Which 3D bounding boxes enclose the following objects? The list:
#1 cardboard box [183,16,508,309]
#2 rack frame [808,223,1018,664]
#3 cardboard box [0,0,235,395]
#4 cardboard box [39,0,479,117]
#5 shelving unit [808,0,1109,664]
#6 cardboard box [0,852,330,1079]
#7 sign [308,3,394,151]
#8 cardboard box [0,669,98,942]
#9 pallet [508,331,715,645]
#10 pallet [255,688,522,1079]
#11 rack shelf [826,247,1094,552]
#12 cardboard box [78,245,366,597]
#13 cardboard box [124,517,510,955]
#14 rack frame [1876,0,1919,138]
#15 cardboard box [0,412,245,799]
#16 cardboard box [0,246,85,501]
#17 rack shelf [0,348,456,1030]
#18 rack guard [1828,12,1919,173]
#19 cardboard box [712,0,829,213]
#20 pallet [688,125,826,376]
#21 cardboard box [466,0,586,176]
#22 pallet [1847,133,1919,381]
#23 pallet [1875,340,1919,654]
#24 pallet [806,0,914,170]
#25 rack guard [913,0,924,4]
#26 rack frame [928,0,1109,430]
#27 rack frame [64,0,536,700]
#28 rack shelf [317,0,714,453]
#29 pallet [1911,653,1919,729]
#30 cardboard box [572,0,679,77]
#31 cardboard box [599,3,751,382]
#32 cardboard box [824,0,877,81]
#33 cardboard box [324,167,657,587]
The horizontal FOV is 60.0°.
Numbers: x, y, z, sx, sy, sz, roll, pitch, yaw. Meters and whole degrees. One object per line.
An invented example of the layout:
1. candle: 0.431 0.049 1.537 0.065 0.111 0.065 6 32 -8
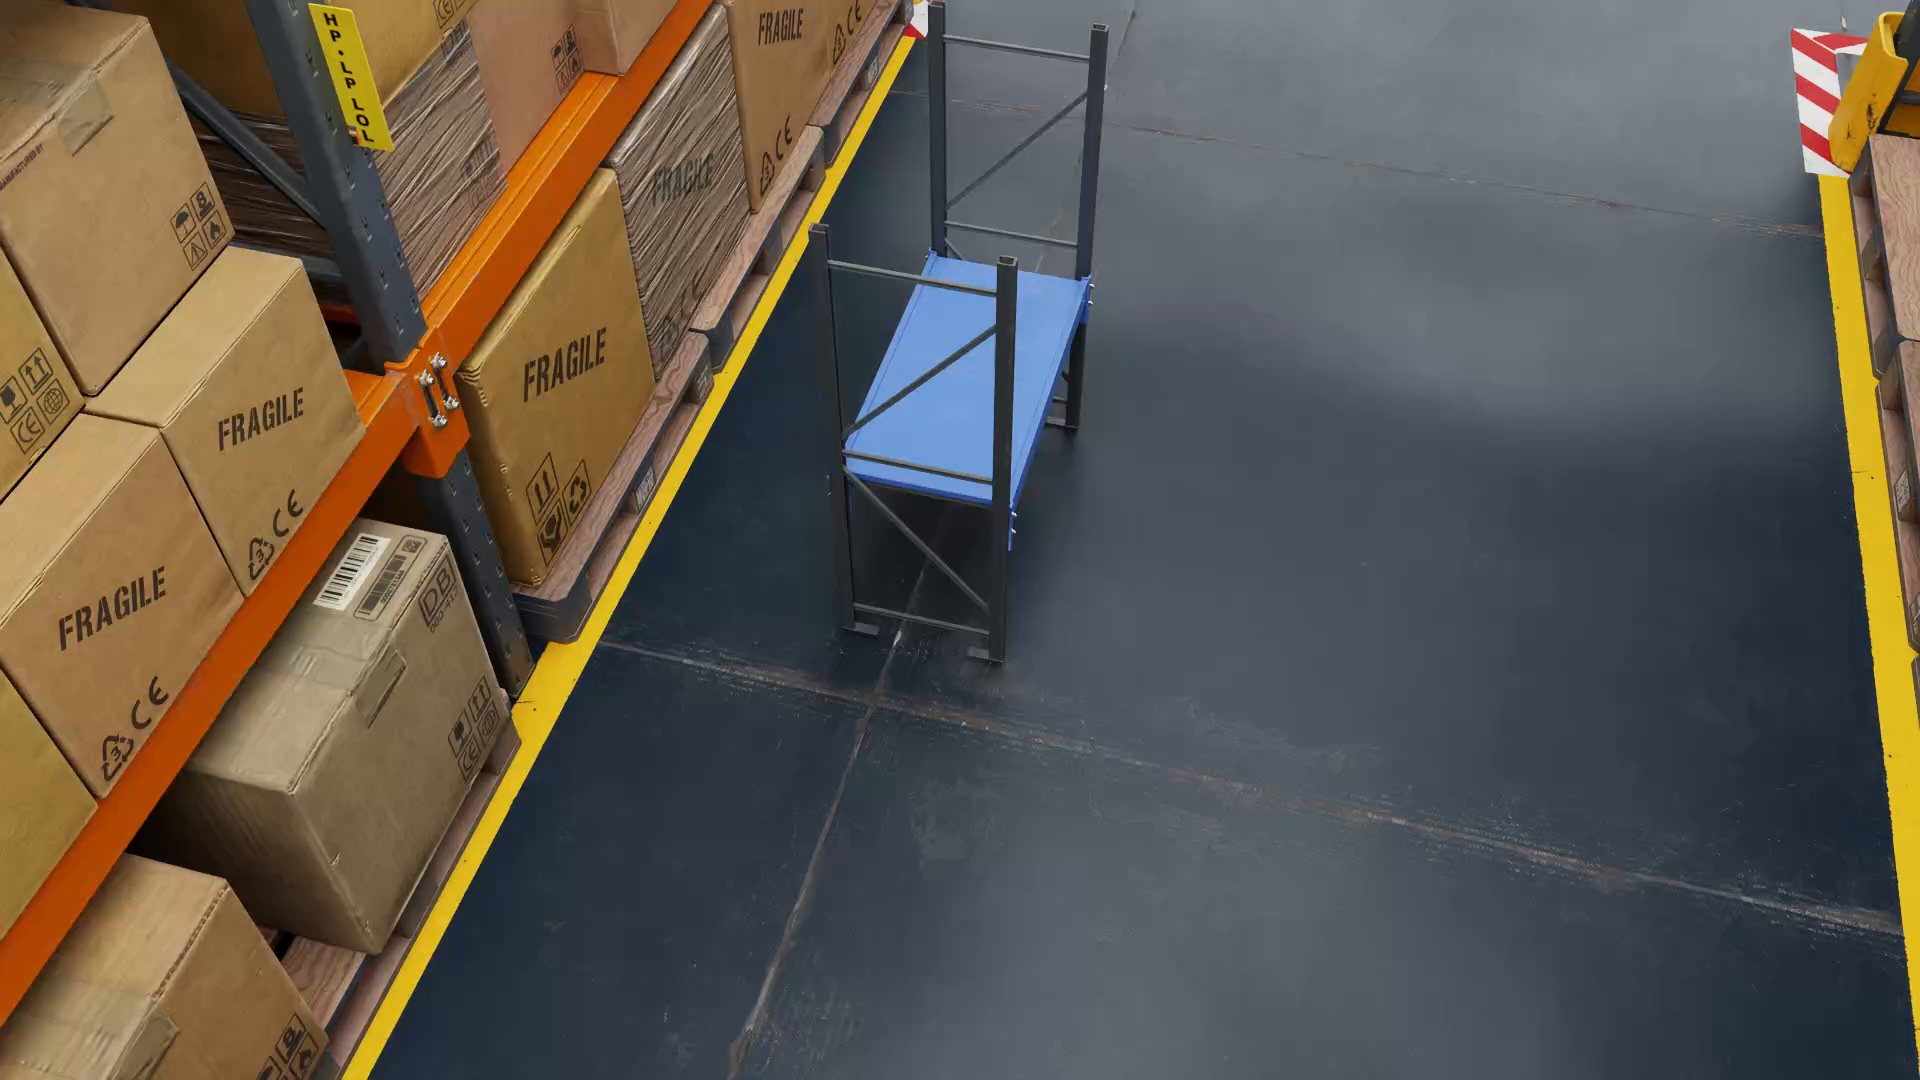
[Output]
1. cardboard box: -1.666 -0.989 4.022 0.875 0.550 0.550 12 50 10
2. rack frame: -0.111 -0.190 4.418 0.500 1.500 0.032 12 50 10
3. cardboard box: -1.877 -0.674 3.110 0.700 0.500 0.500 11 49 9
4. cardboard box: -1.622 -1.337 3.609 0.875 0.550 0.550 12 50 10
5. shelving unit: 0.022 -0.558 4.742 0.538 1.500 1.048 12 50 10
6. cardboard box: -2.086 1.099 3.500 1.050 0.750 0.750 12 50 10
7. sign: -1.226 -0.927 3.348 0.100 0.325 0.005 12 50 10
8. cardboard box: -1.897 0.458 2.778 0.500 0.500 0.500 12 50 10
9. pallet: -1.476 -0.282 5.358 1.003 0.211 1.213 12 50 10
10. pallet: -1.882 0.826 4.380 1.003 0.211 1.213 12 50 10
11. rack shelf: 0.022 -0.439 4.877 0.538 0.185 1.000 12 50 10
12. cardboard box: -1.631 -0.273 3.423 0.500 0.500 0.500 11 50 10
13. cardboard box: -1.828 0.402 4.115 1.050 0.750 0.750 11 50 10
14. rack frame: 4.059 -2.511 5.466 1.000 3.000 0.127 12 50 10
15. cardboard box: -1.764 0.093 3.101 0.500 0.500 0.500 11 50 10
16. cardboard box: -2.010 -0.301 2.782 0.700 0.500 0.500 11 49 9
17. rack shelf: -2.278 1.015 2.834 1.077 0.370 4.000 12 50 10
18. rack guard: 4.039 -1.629 6.354 1.175 0.500 0.348 12 50 10
19. cardboard box: -1.043 -1.859 6.027 0.875 0.875 0.875 11 49 9
20. pallet: -1.157 -1.167 6.139 1.003 0.211 1.213 12 50 10
21. cardboard box: -1.543 -1.391 4.377 0.875 0.550 0.550 12 50 10
22. pallet: 3.792 -0.953 5.950 1.003 0.211 1.213 12 50 10
23. pallet: 3.468 -0.073 5.174 1.003 0.211 1.213 12 50 10
24. pallet: -0.834 -2.047 6.916 1.003 0.211 1.213 12 50 10
25. rack guard: -0.693 -2.753 7.347 1.175 0.500 0.348 12 50 10
26. rack frame: 0.156 -0.926 5.067 0.500 1.500 0.032 12 50 10
27. rack frame: -1.752 -0.670 3.841 1.000 3.000 0.127 12 50 10
28. rack shelf: -1.225 -1.879 5.387 1.077 0.370 4.000 12 50 10
29. pallet: 3.149 0.812 4.393 1.003 0.211 1.213 12 50 10
30. cardboard box: -1.288 -1.758 4.701 0.875 0.550 0.550 12 50 10
31. cardboard box: -1.285 -1.200 5.445 0.875 0.875 0.875 12 50 10
32. cardboard box: -0.814 -2.496 6.589 0.875 0.875 0.875 12 50 10
33. cardboard box: -1.519 -0.547 4.869 0.875 0.875 0.875 12 50 11
